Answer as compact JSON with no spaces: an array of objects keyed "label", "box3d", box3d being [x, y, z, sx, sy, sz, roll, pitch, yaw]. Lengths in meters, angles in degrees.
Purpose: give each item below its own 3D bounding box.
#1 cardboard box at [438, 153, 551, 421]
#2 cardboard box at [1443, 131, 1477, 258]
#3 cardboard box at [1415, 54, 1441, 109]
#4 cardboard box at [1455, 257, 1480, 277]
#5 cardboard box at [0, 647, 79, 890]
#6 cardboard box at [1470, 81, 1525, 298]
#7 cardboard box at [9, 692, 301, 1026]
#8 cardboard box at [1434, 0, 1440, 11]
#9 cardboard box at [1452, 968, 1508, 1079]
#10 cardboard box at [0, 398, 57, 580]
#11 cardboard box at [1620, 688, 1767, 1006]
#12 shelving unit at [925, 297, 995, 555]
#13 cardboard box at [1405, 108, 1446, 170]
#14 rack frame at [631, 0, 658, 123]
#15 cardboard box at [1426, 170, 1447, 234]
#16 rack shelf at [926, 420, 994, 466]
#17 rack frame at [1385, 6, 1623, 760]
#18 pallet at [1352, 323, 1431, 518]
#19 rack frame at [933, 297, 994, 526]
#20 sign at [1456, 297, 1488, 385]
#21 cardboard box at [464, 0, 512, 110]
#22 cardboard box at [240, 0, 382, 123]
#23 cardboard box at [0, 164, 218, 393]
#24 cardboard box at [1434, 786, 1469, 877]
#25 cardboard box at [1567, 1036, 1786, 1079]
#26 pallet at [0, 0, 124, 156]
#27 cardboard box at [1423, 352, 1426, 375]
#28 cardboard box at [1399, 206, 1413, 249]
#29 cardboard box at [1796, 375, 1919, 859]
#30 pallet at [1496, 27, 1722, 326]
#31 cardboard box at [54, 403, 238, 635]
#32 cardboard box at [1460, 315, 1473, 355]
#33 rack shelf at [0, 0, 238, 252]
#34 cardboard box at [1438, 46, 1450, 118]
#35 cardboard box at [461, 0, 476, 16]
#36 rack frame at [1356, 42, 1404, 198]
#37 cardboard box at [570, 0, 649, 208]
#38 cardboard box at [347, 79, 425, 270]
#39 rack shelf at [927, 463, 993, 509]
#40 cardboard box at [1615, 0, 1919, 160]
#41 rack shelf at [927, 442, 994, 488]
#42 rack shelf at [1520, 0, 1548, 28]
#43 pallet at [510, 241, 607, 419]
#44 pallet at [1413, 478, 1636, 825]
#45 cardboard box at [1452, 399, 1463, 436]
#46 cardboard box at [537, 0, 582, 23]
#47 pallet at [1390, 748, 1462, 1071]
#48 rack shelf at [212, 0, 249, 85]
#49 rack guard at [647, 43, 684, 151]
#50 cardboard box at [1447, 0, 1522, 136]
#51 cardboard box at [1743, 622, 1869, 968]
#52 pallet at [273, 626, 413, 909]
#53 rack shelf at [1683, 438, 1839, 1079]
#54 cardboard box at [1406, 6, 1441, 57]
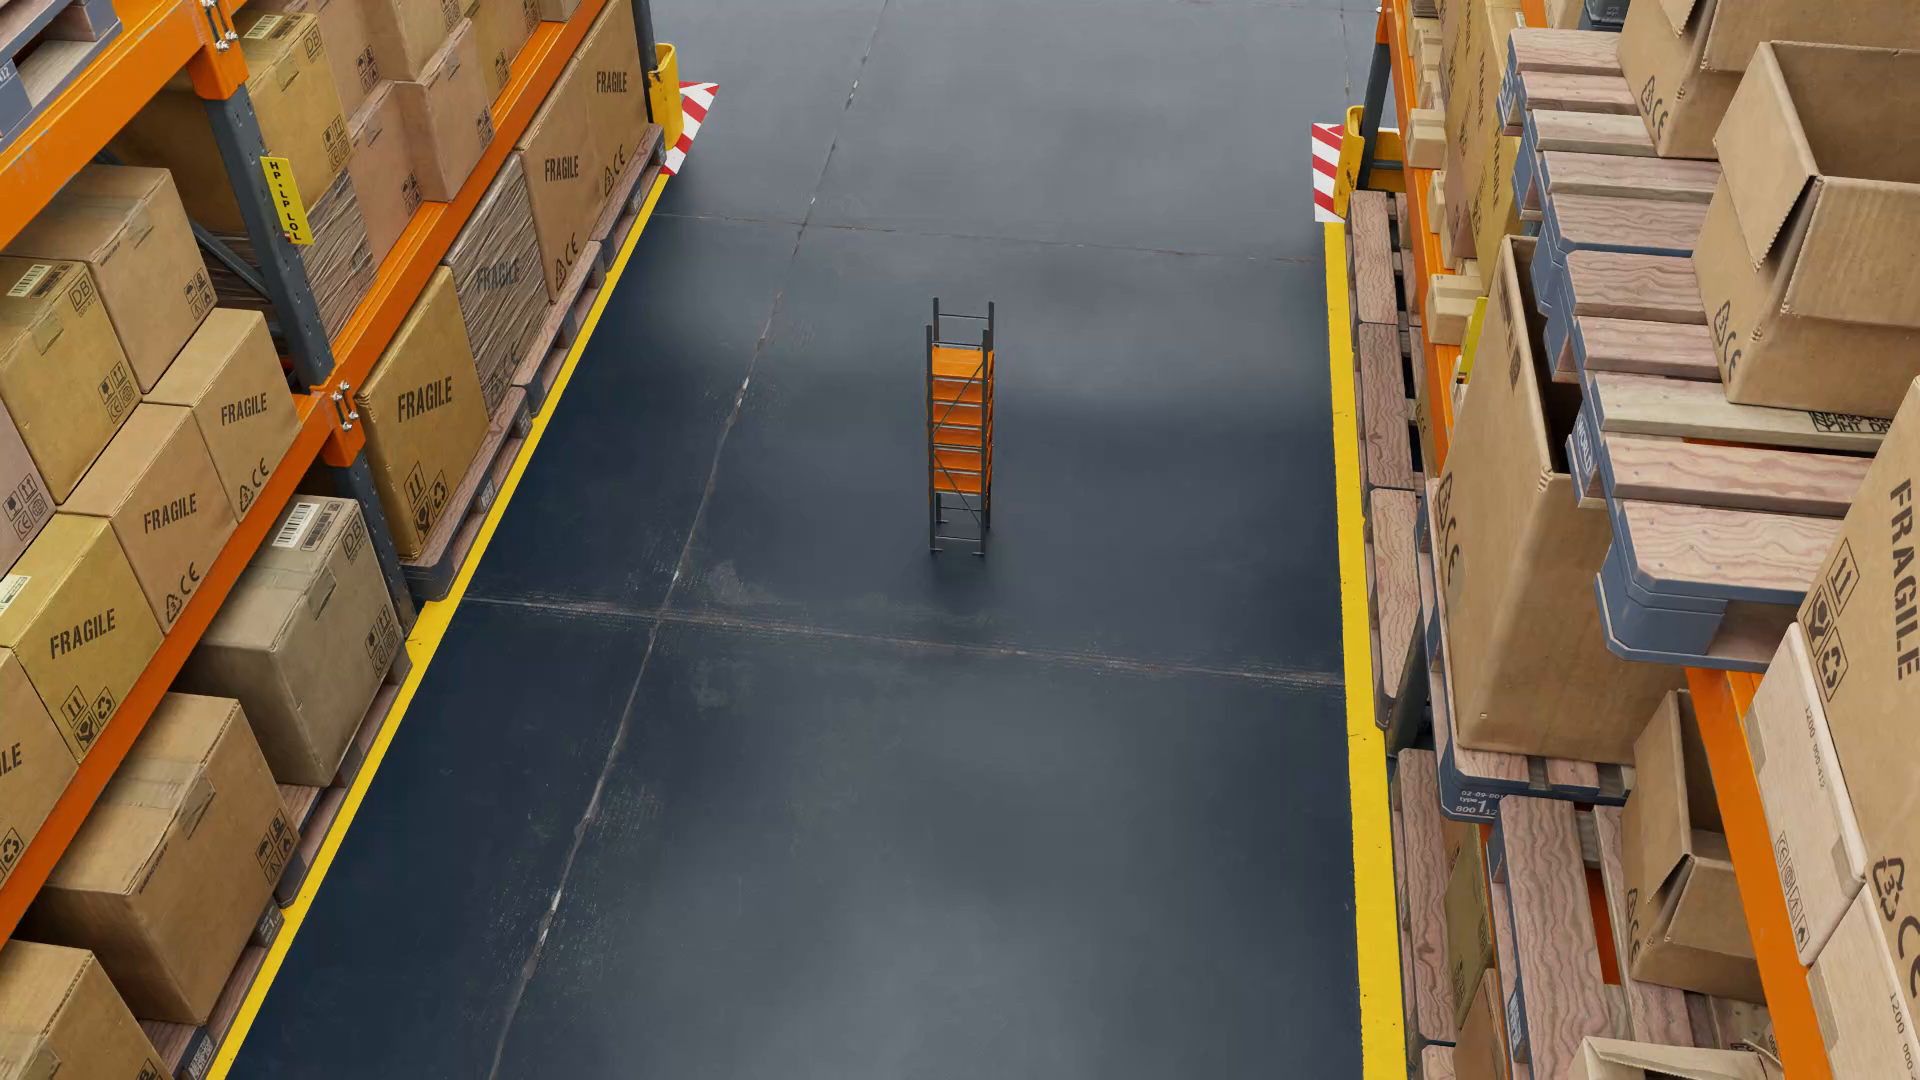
[{"label":"cardboard box","box3d":[-2.492,-1.185,7.582,0.875,0.875,0.875,6,44,6]},{"label":"cardboard box","box3d":[2.331,-1.380,6.259,0.875,0.500,0.500,5,44,6]},{"label":"cardboard box","box3d":[2.245,-2.030,7.417,0.380,0.149,0.250,5,44,6]},{"label":"cardboard box","box3d":[2.101,-1.003,6.332,0.380,0.149,0.250,5,44,6]},{"label":"cardboard box","box3d":[-2.762,0.611,4.372,0.500,0.500,0.500,5,44,5]},{"label":"cardboard box","box3d":[1.930,-1.087,5.222,0.500,0.500,0.500,5,44,6]},{"label":"cardboard box","box3d":[-2.884,0.986,5.380,1.050,0.750,0.750,5,44,6]},{"label":"cardboard box","box3d":[2.191,-2.450,6.662,0.500,0.500,0.500,5,44,6]},{"label":"cardboard box","box3d":[1.885,1.622,4.876,0.700,0.500,0.500,2,43,2]},{"label":"cardboard box","box3d":[-2.953,-0.133,4.431,0.700,0.500,0.500,6,44,6]},{"label":"cardboard box","box3d":[2.005,0.752,3.915,0.797,0.503,0.637,9,44,10]},{"label":"shelving unit","box3d":[0.002,-0.446,6.870,0.258,1.200,0.189,5,44,6]},{"label":"cardboard box","box3d":[2.103,-1.696,7.065,0.380,0.149,0.250,5,44,6]},{"label":"rack frame","box3d":[-2.231,-3.493,8.780,1.000,3.000,0.127,5,44,6]},{"label":"cardboard box","box3d":[2.093,-1.350,6.699,0.380,0.149,0.250,5,44,6]},{"label":"rack shelf","box3d":[0.002,-0.413,6.901,0.258,0.103,0.180,5,44,6]},{"label":"rack frame","box3d":[2.143,-0.247,5.352,1.000,3.000,0.127,5,44,6]},{"label":"pallet","box3d":[2.356,-0.530,7.678,1.003,0.211,1.213,5,44,6]},{"label":"rack frame","box3d":[0.014,-0.508,6.936,0.240,1.200,0.006,5,44,6]},{"label":"sign","box3d":[1.604,-0.606,5.101,0.100,0.325,0.005,5,44,6]},{"label":"cardboard box","box3d":[-2.514,-2.179,7.282,0.875,0.550,0.500,5,44,6]},{"label":"cardboard box","box3d":[-2.720,-1.847,6.147,0.875,0.550,0.550,5,44,6]},{"label":"cardboard box","box3d":[-2.820,-0.828,5.165,0.700,0.500,0.500,5,44,5]},{"label":"cardboard box","box3d":[2.040,0.917,5.620,0.700,0.500,0.500,2,43,2]},{"label":"cardboard box","box3d":[1.567,1.214,3.601,0.396,0.266,0.258,4,44,4]},{"label":"pallet","box3d":[-2.832,-1.158,4.271,0.805,0.209,1.217,4,44,4]},{"label":"cardboard box","box3d":[2.426,-0.959,7.616,0.500,0.500,0.500,9,44,9]},{"label":"cardboard box","box3d":[2.573,-1.794,8.498,0.500,0.500,0.500,13,45,13]},{"label":"cardboard box","box3d":[1.567,0.137,2.328,0.500,0.500,0.500,6,44,6]},{"label":"pallet","box3d":[1.956,-0.857,3.951,1.213,0.211,1.003,5,44,6]},{"label":"cardboard box","box3d":[-2.631,-0.079,5.102,0.500,0.500,0.500,5,44,5]},{"label":"cardboard box","box3d":[2.015,-0.664,5.974,0.380,0.149,0.250,5,44,6]},{"label":"rack shelf","box3d":[-3.025,-0.232,3.677,1.077,0.370,4.000,5,44,6]},{"label":"cardboard box","box3d":[2.516,-2.057,6.974,0.875,0.500,0.500,5,44,6]},{"label":"cardboard box","box3d":[-2.450,-2.565,6.905,0.875,0.550,0.500,5,44,6]},{"label":"rack frame","box3d":[2.672,-2.974,8.231,1.000,3.000,0.127,5,44,6]},{"label":"cardboard box","box3d":[-2.255,-2.406,8.872,0.875,0.875,0.875,5,44,6]},{"label":"cardboard box","box3d":[-2.673,-1.451,6.514,0.875,0.550,0.550,5,44,6]},{"label":"rack shelf","box3d":[0.002,-0.239,7.066,0.258,0.103,0.180,5,44,6]},{"label":"cardboard box","box3d":[1.983,-1.215,3.812,0.797,0.503,0.637,3,44,3]},{"label":"rack shelf","box3d":[0.002,-0.326,6.983,0.258,0.103,0.180,5,44,6]},{"label":"rack shelf","box3d":[2.407,-2.438,6.007,1.077,0.370,4.000,5,44,6]},{"label":"pallet","box3d":[-2.423,-1.100,8.280,1.003,0.211,1.213,5,44,6]},{"label":"pallet","box3d":[1.898,0.330,4.882,1.003,0.211,1.213,5,44,6]},{"label":"cardboard box","box3d":[1.880,-0.329,5.621,0.380,0.149,0.250,5,44,6]},{"label":"cardboard box","box3d":[-2.287,-2.914,8.059,0.875,0.550,0.550,5,44,6]},{"label":"pallet","box3d":[2.041,1.296,5.750,1.003,0.211,1.213,5,44,6]},{"label":"rack shelf","box3d":[-2.496,-2.958,6.556,1.077,0.370,4.000,5,44,6]},{"label":"rack guard","box3d":[-2.228,-2.602,9.657,1.175,0.500,0.348,5,44,6]},{"label":"cardboard box","box3d":[2.062,-1.768,5.942,0.500,0.500,0.500,5,44,6]},{"label":"cardboard box","box3d":[1.555,0.416,2.578,0.500,0.250,0.500,6,44,7]},{"label":"pallet","box3d":[-2.787,0.778,6.297,1.003,0.211,1.213,5,44,6]},{"label":"rack shelf","box3d":[1.879,0.288,3.128,1.077,0.370,4.000,5,44,6]},{"label":"cardboard box","box3d":[2.298,-2.372,7.778,0.380,0.149,0.250,5,44,6]}]
